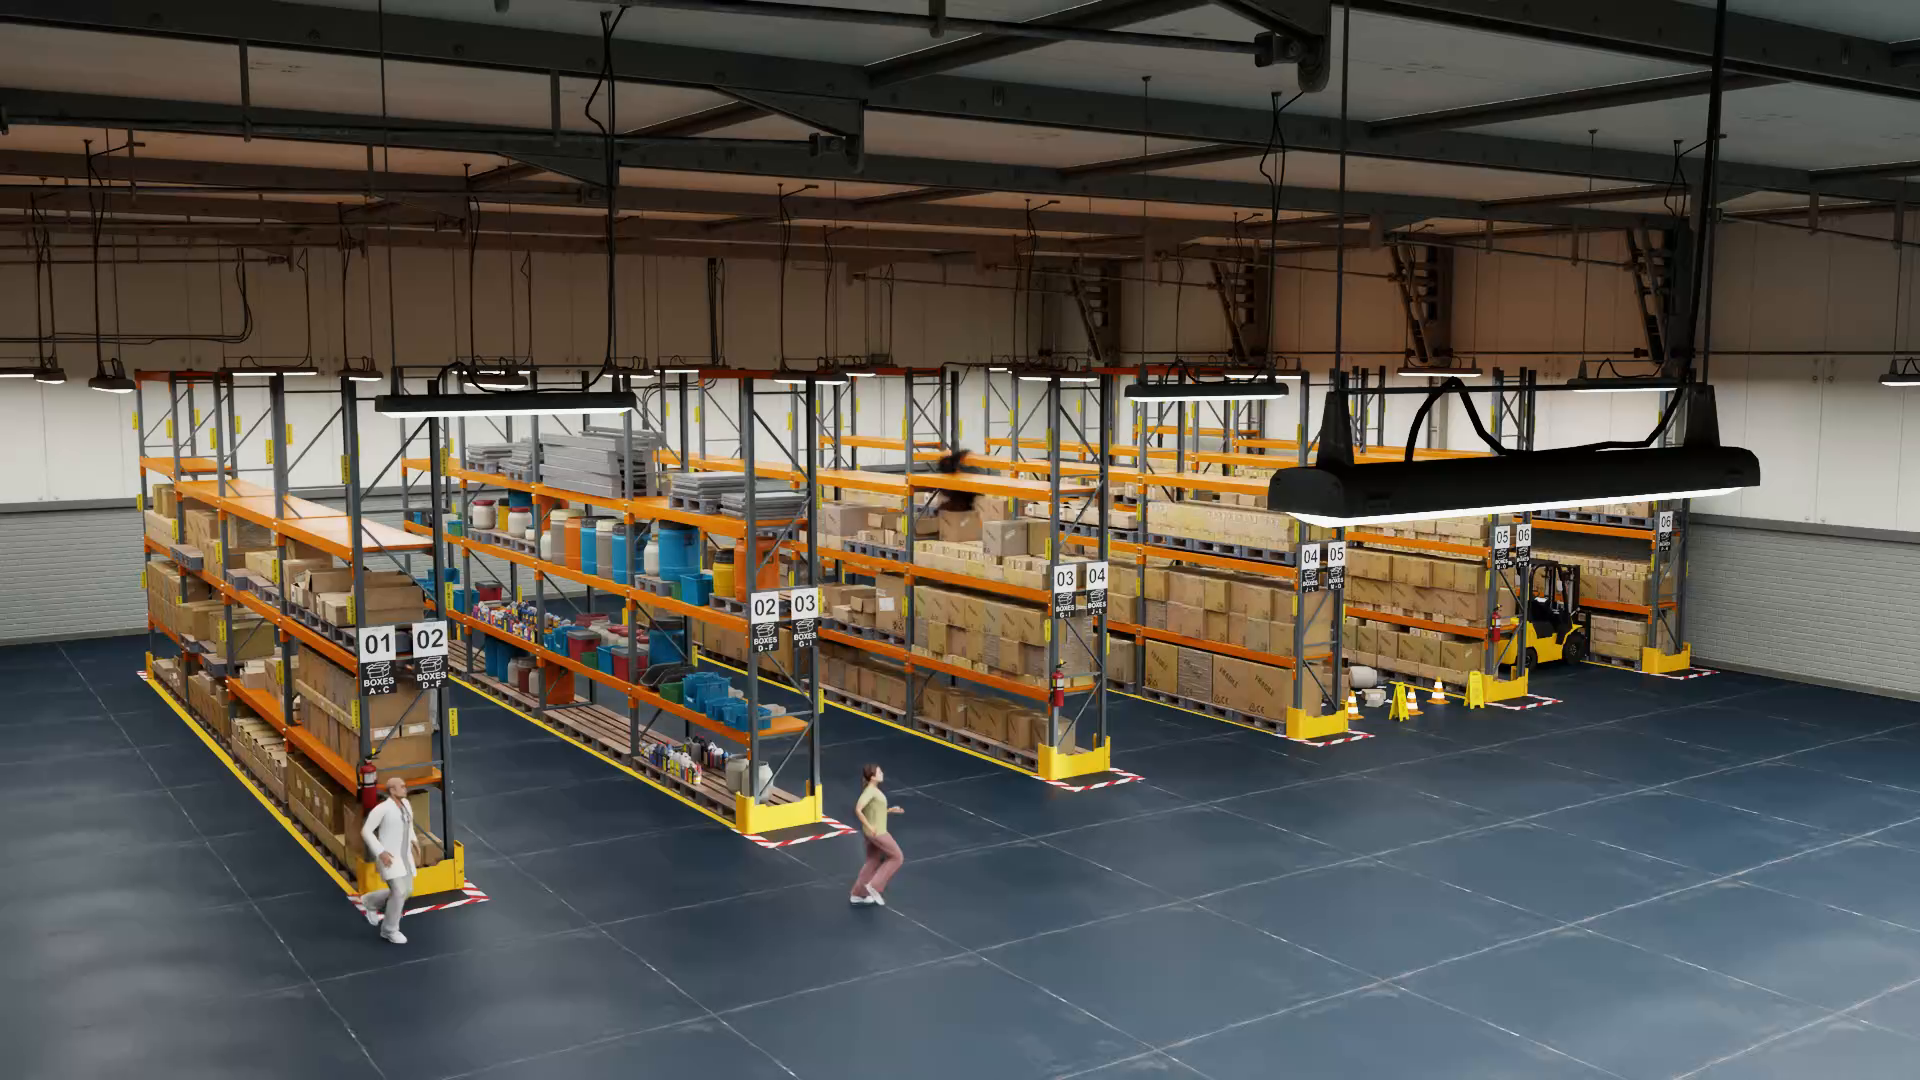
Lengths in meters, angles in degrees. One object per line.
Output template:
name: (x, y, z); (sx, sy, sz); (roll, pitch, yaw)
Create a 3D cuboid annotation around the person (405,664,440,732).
person: (-9.029, 2.365, 27.973); (0.849, 1.658, 0.607); (6, 9, 42)

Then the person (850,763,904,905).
person: (-0.948, 3.354, 19.028); (0.632, 1.638, 0.561); (-1, 7, -11)

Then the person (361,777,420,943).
person: (-6.211, 3.456, 18.127); (0.702, 1.742, 0.759); (2, 7, 20)
